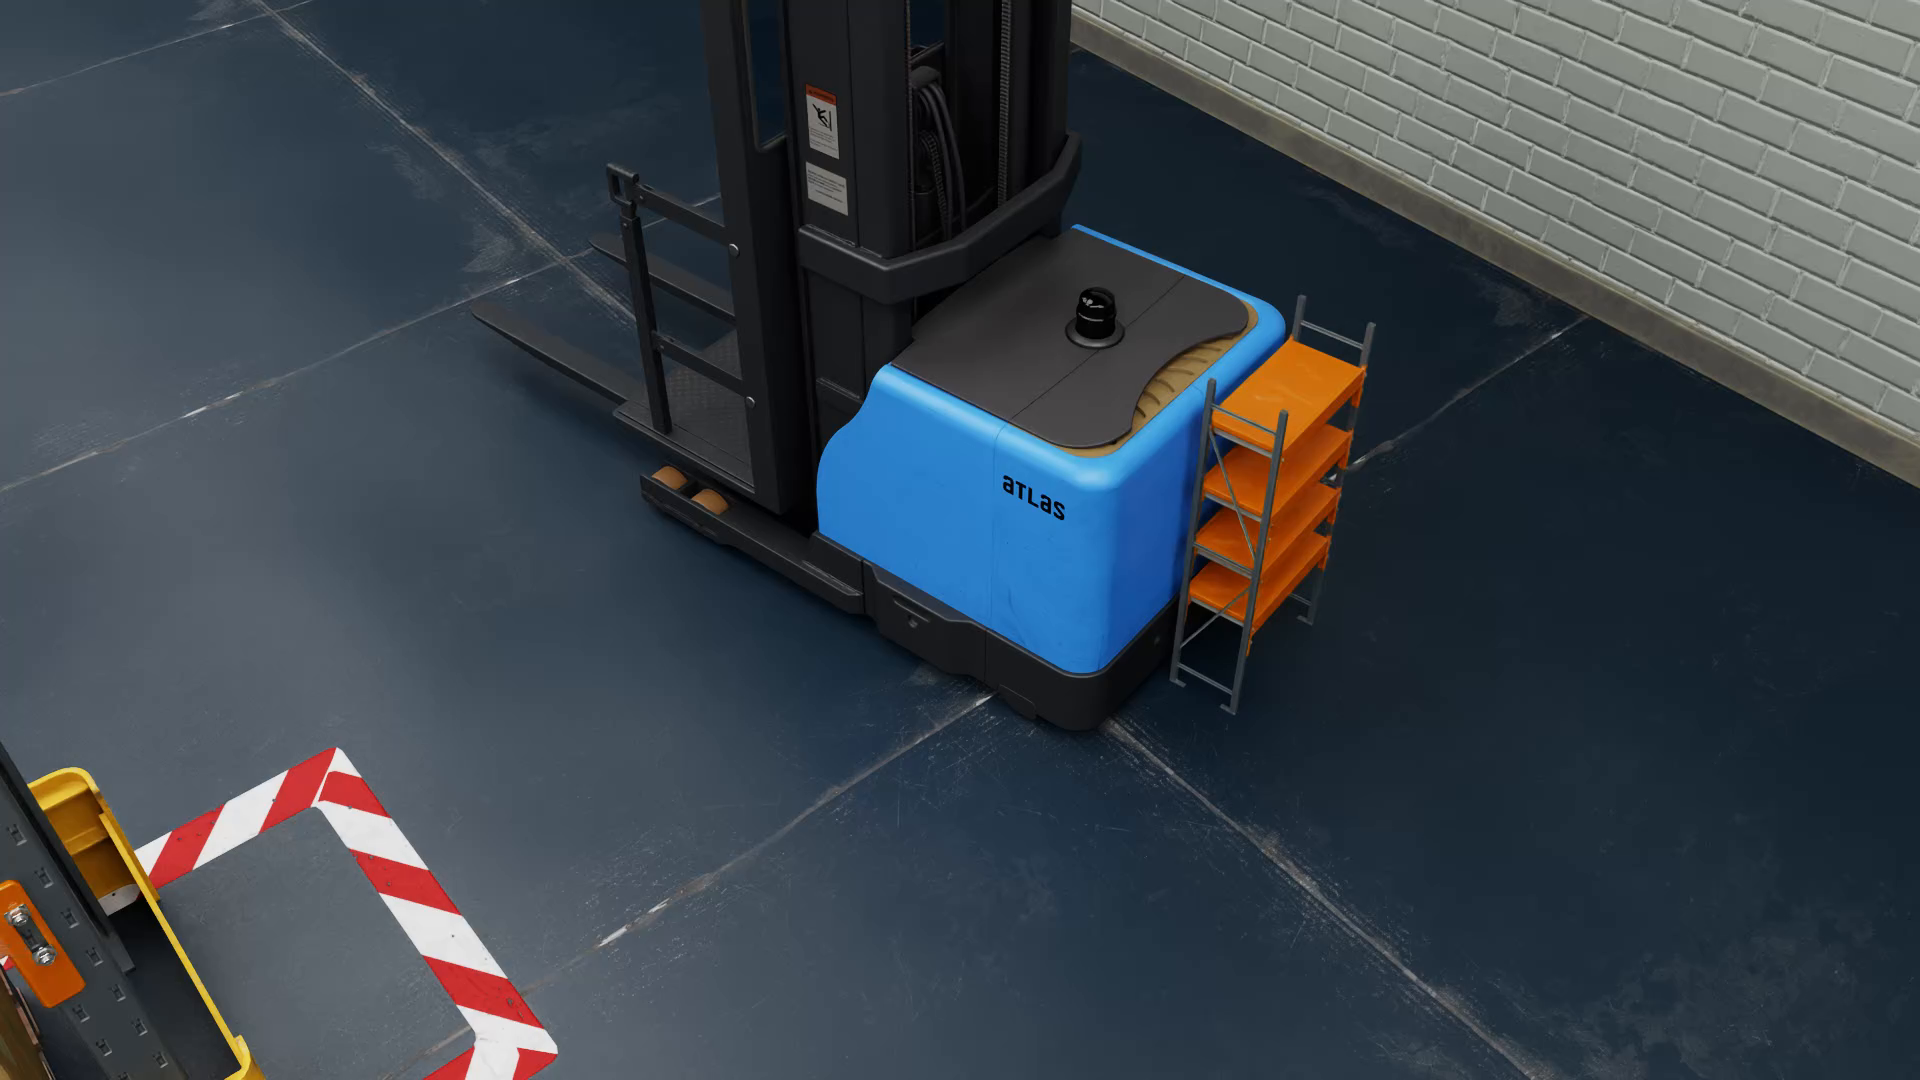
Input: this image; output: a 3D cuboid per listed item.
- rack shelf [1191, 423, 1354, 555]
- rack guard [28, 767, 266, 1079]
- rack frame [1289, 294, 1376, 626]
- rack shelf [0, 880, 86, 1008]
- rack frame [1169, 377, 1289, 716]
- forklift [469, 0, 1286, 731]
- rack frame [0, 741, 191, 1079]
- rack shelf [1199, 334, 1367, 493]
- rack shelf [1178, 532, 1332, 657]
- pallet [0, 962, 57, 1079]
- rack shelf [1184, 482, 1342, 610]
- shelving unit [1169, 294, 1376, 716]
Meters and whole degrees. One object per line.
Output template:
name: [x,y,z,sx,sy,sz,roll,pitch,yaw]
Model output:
rack shelf: [0.912,-0.192,4.849,0.258,0.148,0.480,28,50,27]
rack guard: [-2.085,1.145,4.165,0.348,0.500,1.175,-30,51,-28]
rack frame: [1.062,-0.210,5.097,0.240,1.200,0.015,28,50,27]
rack shelf: [-3.638,1.385,2.609,4.000,0.370,1.077,-30,51,-28]
rack frame: [0.763,0.055,4.815,0.240,1.200,0.015,28,50,27]
forklift: [-0.489,-1.333,5.028,3.031,2.935,1.130,28,50,27]
rack frame: [-2.104,0.245,3.298,0.127,3.000,1.000,-30,51,-28]
rack shelf: [0.912,-0.364,4.687,0.258,0.148,0.480,28,50,27]
rack shelf: [0.912,0.116,5.138,0.258,0.148,0.480,28,50,27]
pallet: [-2.667,1.654,3.835,1.213,0.211,1.003,-30,51,-28]
rack shelf: [0.912,-0.028,5.002,0.258,0.148,0.480,28,50,27]
shelving unit: [0.912,-0.078,4.956,0.258,1.200,0.503,28,50,27]
